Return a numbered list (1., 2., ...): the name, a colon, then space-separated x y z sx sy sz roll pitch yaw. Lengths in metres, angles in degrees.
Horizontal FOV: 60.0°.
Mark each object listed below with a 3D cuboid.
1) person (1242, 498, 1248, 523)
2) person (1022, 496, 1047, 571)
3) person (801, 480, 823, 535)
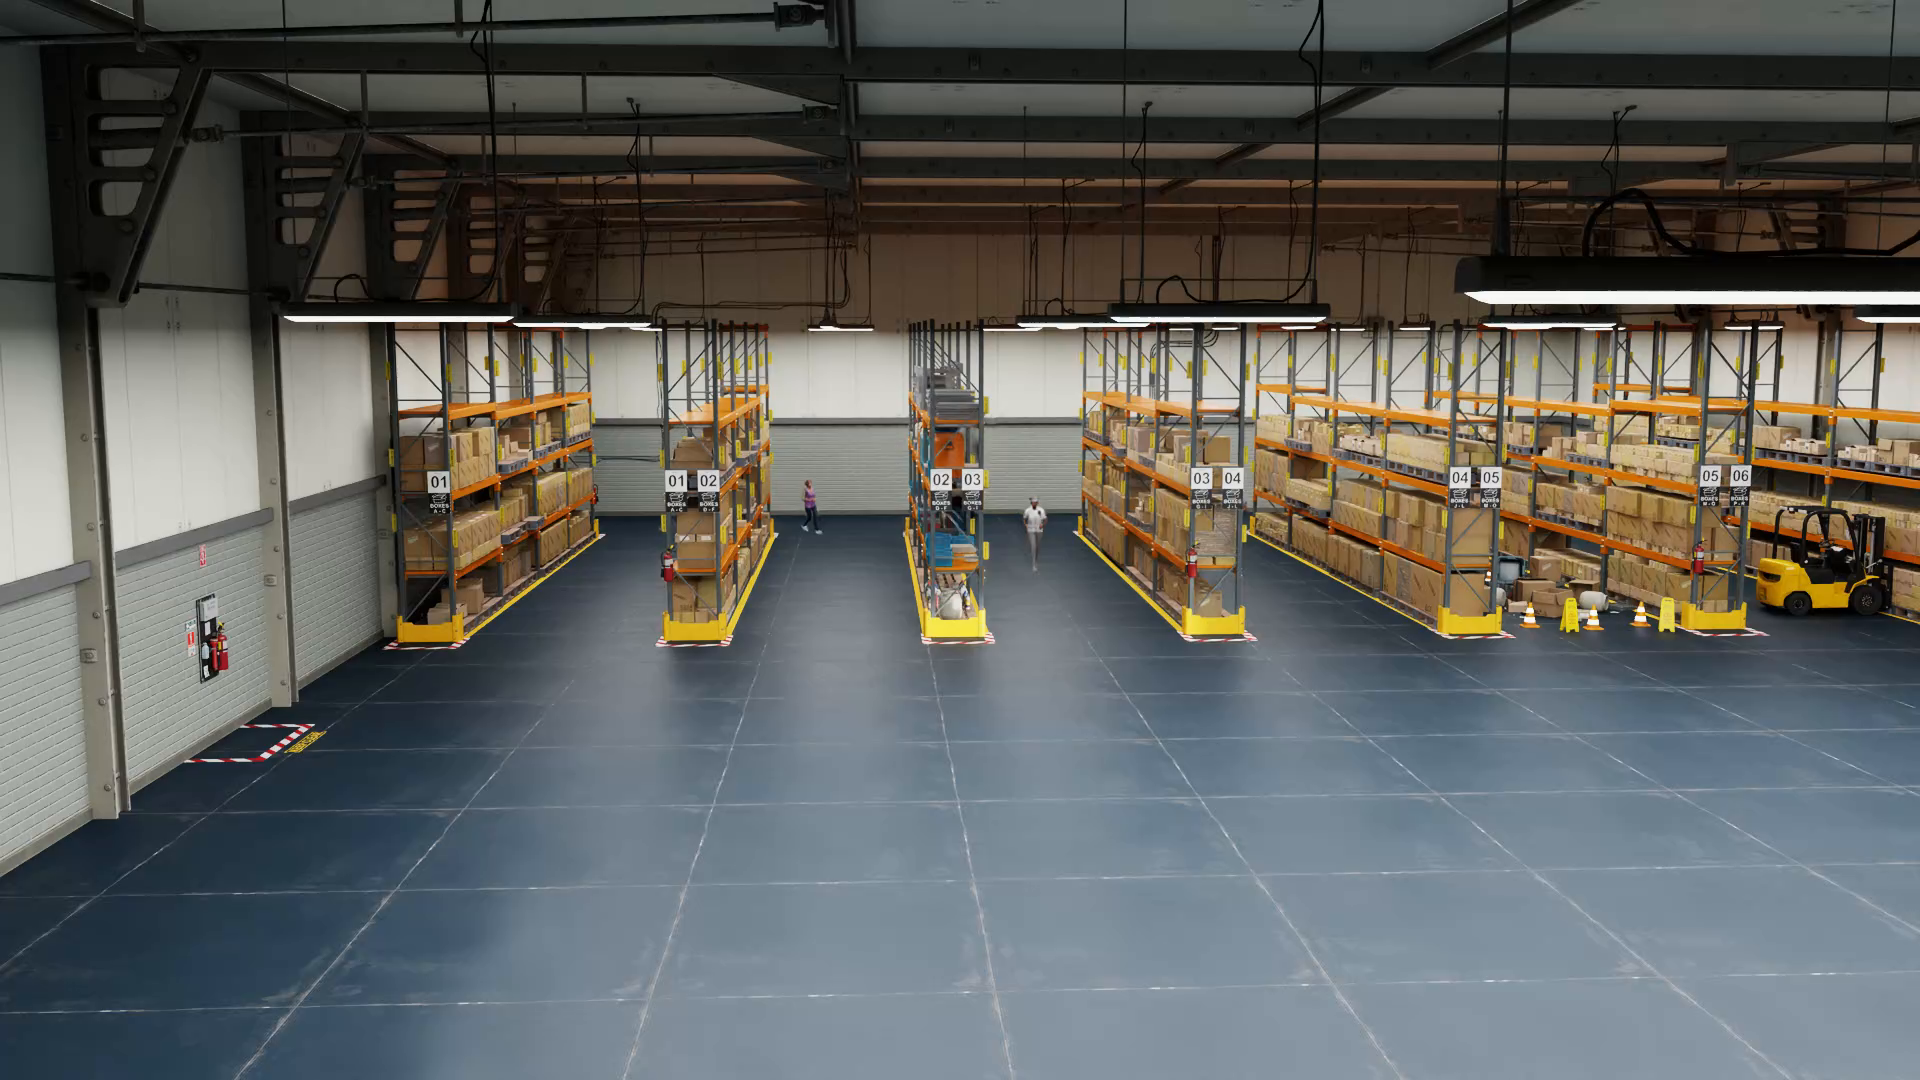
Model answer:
1. person: 7.414 -0.577 44.571 0.575 1.649 0.635 0 7 0
2. person: 1.745 -0.173 38.634 0.571 1.728 0.778 -1 7 -5
3. person: -4.373 -0.947 47.830 0.812 1.591 0.569 6 9 40
